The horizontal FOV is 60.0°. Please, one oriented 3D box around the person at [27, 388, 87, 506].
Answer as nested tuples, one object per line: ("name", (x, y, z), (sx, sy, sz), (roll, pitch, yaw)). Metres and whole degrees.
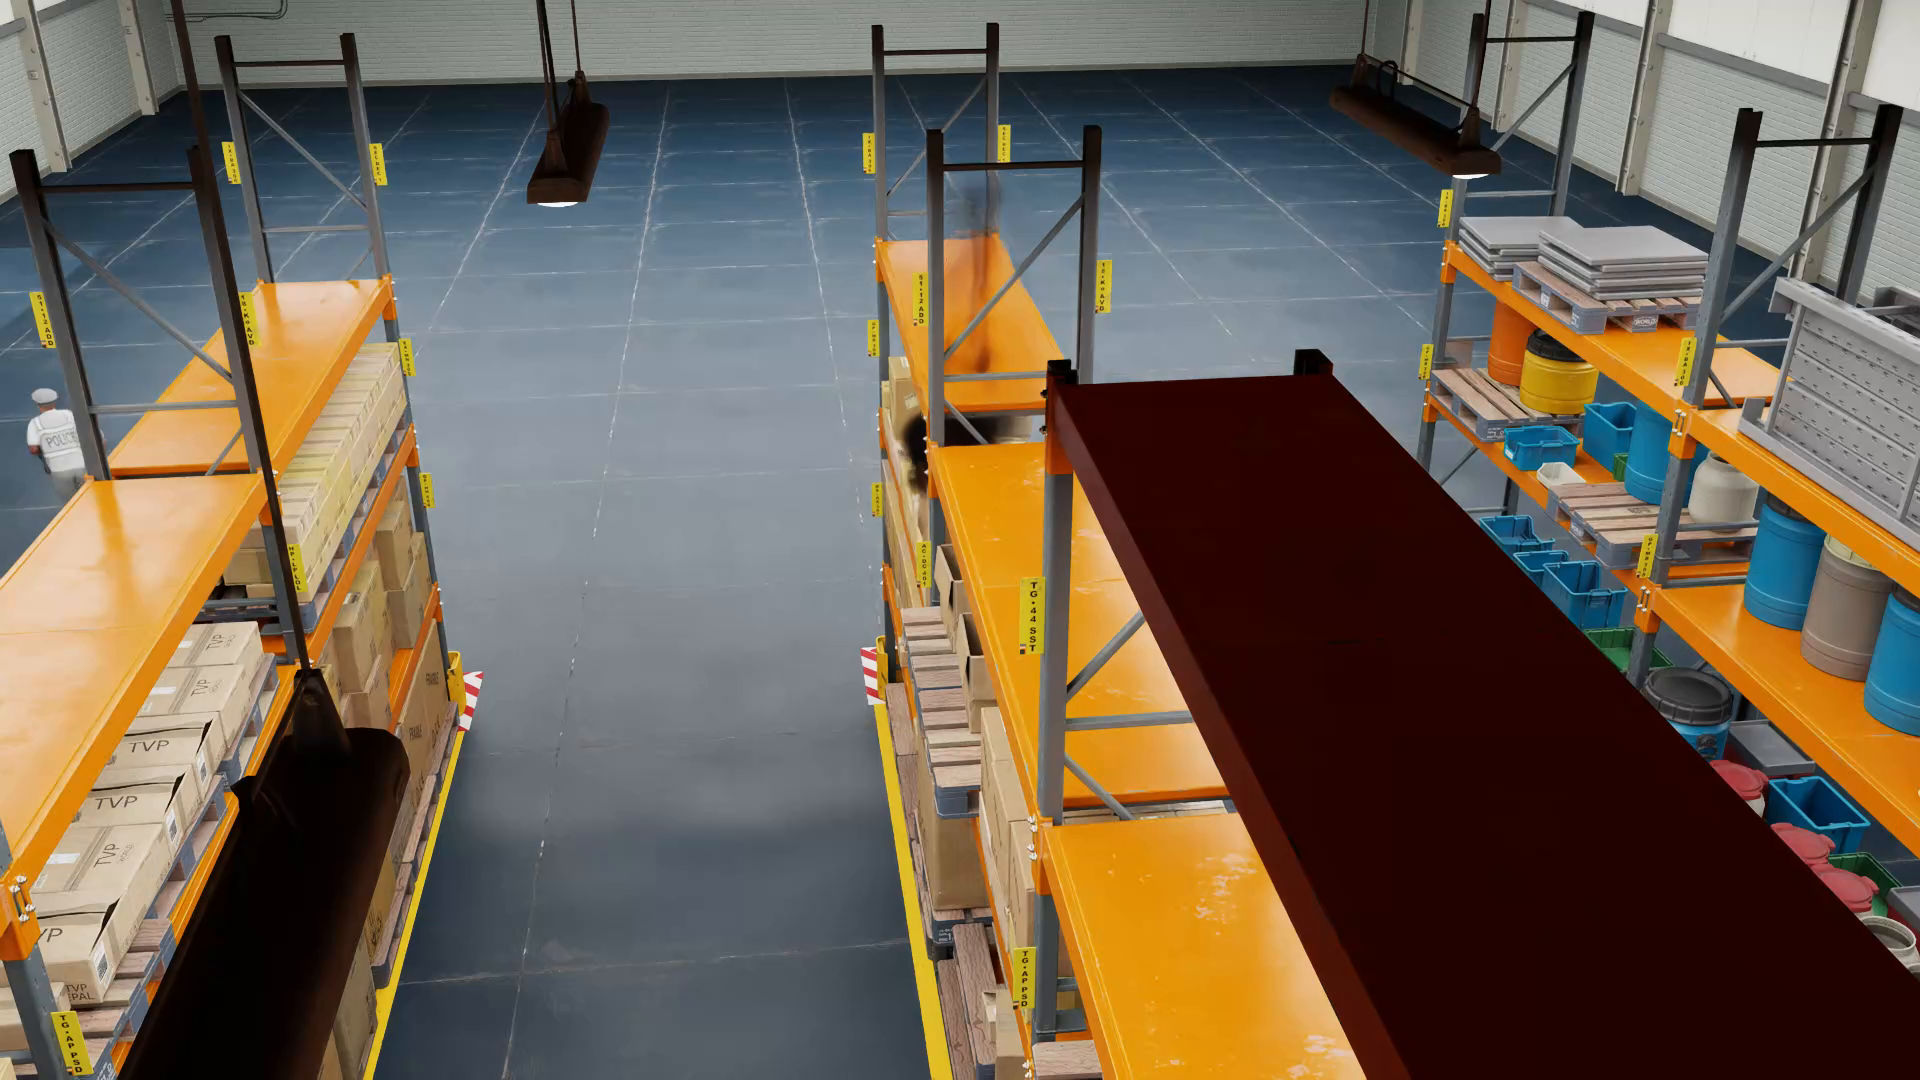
("person", (-9.804, -0.811, 18.278), (0.748, 1.698, 0.652), (20, 32, 36))
